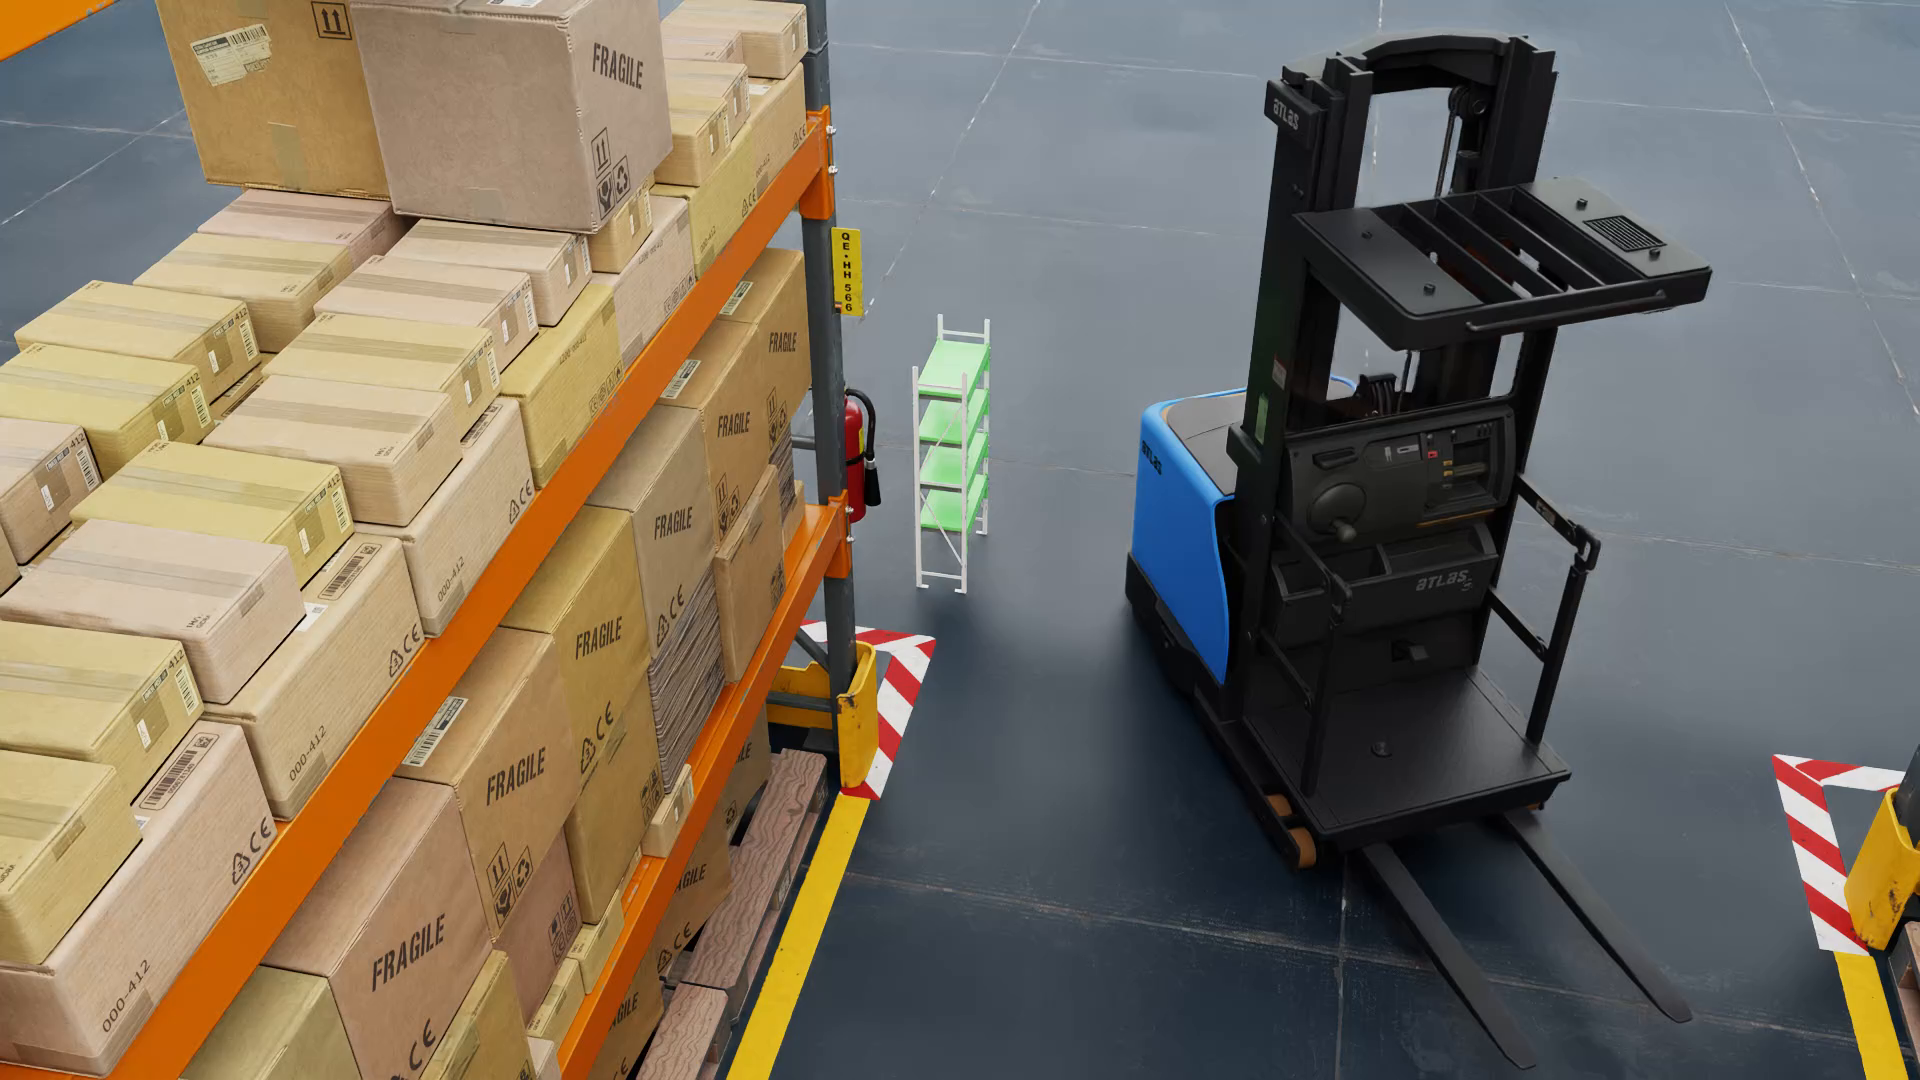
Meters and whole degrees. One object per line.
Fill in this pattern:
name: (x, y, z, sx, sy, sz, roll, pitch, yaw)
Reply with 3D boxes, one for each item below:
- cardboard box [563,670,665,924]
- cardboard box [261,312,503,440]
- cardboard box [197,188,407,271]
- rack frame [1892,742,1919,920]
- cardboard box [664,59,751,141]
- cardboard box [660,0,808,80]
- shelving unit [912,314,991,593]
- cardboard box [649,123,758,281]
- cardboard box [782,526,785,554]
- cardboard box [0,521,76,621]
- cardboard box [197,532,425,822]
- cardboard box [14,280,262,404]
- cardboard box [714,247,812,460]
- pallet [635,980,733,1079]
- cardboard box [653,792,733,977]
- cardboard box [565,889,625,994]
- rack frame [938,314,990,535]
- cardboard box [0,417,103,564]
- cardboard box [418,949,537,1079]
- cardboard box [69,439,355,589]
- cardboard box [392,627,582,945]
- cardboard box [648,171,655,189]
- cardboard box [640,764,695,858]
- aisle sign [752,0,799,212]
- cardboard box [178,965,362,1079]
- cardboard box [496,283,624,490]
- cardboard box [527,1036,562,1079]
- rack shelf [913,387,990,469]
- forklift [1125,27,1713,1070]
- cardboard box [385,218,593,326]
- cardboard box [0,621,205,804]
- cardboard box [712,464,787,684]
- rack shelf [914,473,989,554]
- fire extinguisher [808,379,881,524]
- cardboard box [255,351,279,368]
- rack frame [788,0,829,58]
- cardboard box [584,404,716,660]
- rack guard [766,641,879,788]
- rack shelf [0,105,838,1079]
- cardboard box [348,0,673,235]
cardboard box: (-1.325, 0.617, 4.504, 0.875, 0.500, 0.500, 7, 37, 10)
cardboard box: (-1.166, -0.324, 3.373, 0.380, 0.149, 0.250, 7, 36, 9)
cardboard box: (-1.527, -0.698, 3.889, 0.380, 0.149, 0.250, 7, 37, 9)
rack frame: (3.915, 0.219, 5.392, 1.000, 3.000, 0.127, 7, 37, 10)
cardboard box: (-0.799, -1.214, 4.601, 0.380, 0.149, 0.250, 6, 36, 8)
cardboard box: (-0.678, -1.519, 5.022, 0.380, 0.149, 0.250, 7, 37, 10)
shelving unit: (-0.035, -0.391, 7.767, 0.258, 1.200, 0.503, 7, 37, 10)
cardboard box: (-0.882, -0.961, 4.592, 0.500, 0.250, 0.500, 8, 37, 10)
cardboard box: (-0.837, 0.032, 5.863, 0.380, 0.149, 0.250, 7, 37, 10)
cardboard box: (-1.814, 0.145, 3.065, 0.500, 0.250, 0.500, 8, 37, 11)
cardboard box: (-1.324, 0.208, 2.979, 0.500, 0.250, 0.500, 7, 37, 10)
cardboard box: (-1.714, -0.403, 3.482, 0.380, 0.149, 0.250, 9, 37, 12)
cardboard box: (-0.800, -0.621, 5.361, 0.500, 0.500, 0.500, 7, 37, 10)
pallet: (-1.411, 1.929, 5.408, 1.003, 0.211, 1.213, 7, 37, 10)
cardboard box: (-1.167, 1.143, 5.889, 0.500, 0.500, 0.500, 17, 39, 22)
cardboard box: (-1.131, 1.046, 4.465, 0.380, 0.149, 0.250, 7, 37, 10)
rack frame: (0.017, -0.531, 7.960, 0.240, 1.200, 0.015, 7, 37, 10)
cardboard box: (-1.842, -0.104, 3.070, 0.380, 0.149, 0.250, 6, 36, 9)
cardboard box: (-1.480, 1.198, 3.702, 0.875, 0.500, 0.500, 7, 37, 10)
cardboard box: (-1.328, -0.032, 2.970, 0.380, 0.149, 0.250, 8, 37, 11)
cardboard box: (-1.221, 0.526, 3.778, 0.500, 0.500, 0.500, 7, 37, 10)
cardboard box: (-1.004, -0.941, 4.224, 0.380, 0.149, 0.250, 8, 37, 11)
cardboard box: (-1.001, 0.762, 4.856, 0.380, 0.149, 0.250, 7, 37, 10)
aisle sign: (-0.617, -1.452, 5.483, 0.394, 0.787, 0.004, 7, 37, 10)
cardboard box: (-1.433, 1.099, 2.986, 0.500, 0.500, 0.500, 7, 37, 10)
cardboard box: (-1.102, -0.379, 3.789, 0.500, 0.250, 0.500, 7, 36, 9)
cardboard box: (-1.208, 1.336, 4.064, 0.380, 0.149, 0.250, 7, 37, 10)
rack shelf: (-0.035, -0.534, 7.664, 0.258, 0.148, 0.480, 7, 37, 10)
forklift: (1.706, -0.171, 5.988, 1.130, 2.935, 3.031, -11, 37, -14)
cardboard box: (-1.067, -0.623, 3.785, 0.380, 0.149, 0.250, 6, 36, 8)
cardboard box: (-1.417, 0.267, 2.557, 0.380, 0.149, 0.250, 6, 36, 8)
cardboard box: (-1.057, 0.051, 5.285, 0.875, 0.500, 0.500, 7, 37, 10)
rack shelf: (-0.035, -0.145, 7.945, 0.258, 0.148, 0.480, 7, 37, 10)
fire extinguisher: (-0.449, -0.378, 6.282, 0.296, 0.674, 0.183, 7, 37, 10)
cardboard box: (-1.599, -0.433, 3.863, 0.500, 0.250, 0.500, 8, 37, 11)
rack frame: (-0.924, -2.831, 4.488, 1.000, 3.000, 0.127, 7, 37, 10)
cardboard box: (-1.010, -0.048, 4.569, 0.500, 0.500, 0.500, 7, 37, 10)
rack guard: (-0.940, 0.654, 6.922, 1.175, 0.500, 0.348, 7, 37, 10)
rack shelf: (-1.351, -0.179, 3.997, 1.077, 0.370, 4.000, 7, 37, 10)
cardboard box: (-1.007, -1.059, 3.835, 0.500, 0.500, 0.500, 7, 37, 10)
